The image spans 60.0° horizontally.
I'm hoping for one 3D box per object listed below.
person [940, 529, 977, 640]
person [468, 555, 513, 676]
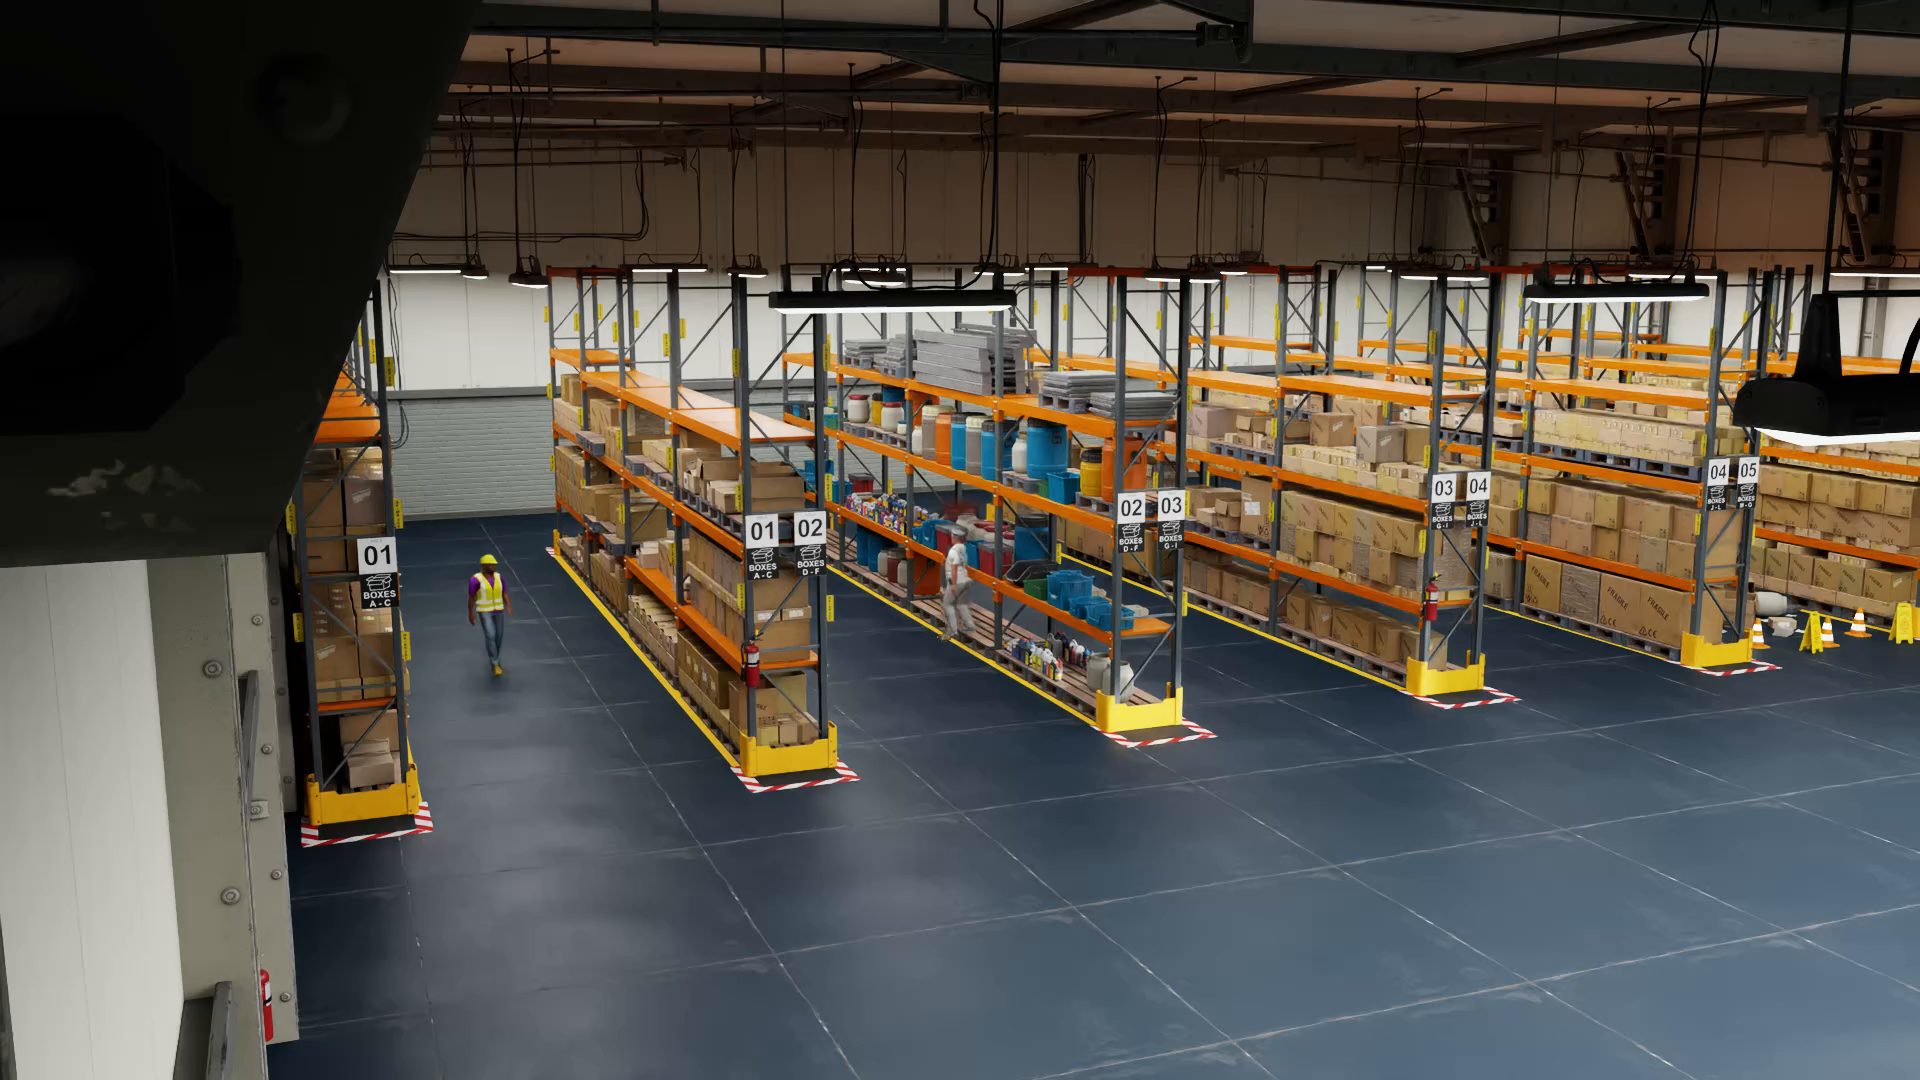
[{"bbox_3d":[0.019,0.736,26.876,0.557,1.807,0.587,7,12,36],"label":"person"},{"bbox_3d":[-7.055,1.122,25.246,0.599,1.765,0.782,-10,14,-44],"label":"person"}]
